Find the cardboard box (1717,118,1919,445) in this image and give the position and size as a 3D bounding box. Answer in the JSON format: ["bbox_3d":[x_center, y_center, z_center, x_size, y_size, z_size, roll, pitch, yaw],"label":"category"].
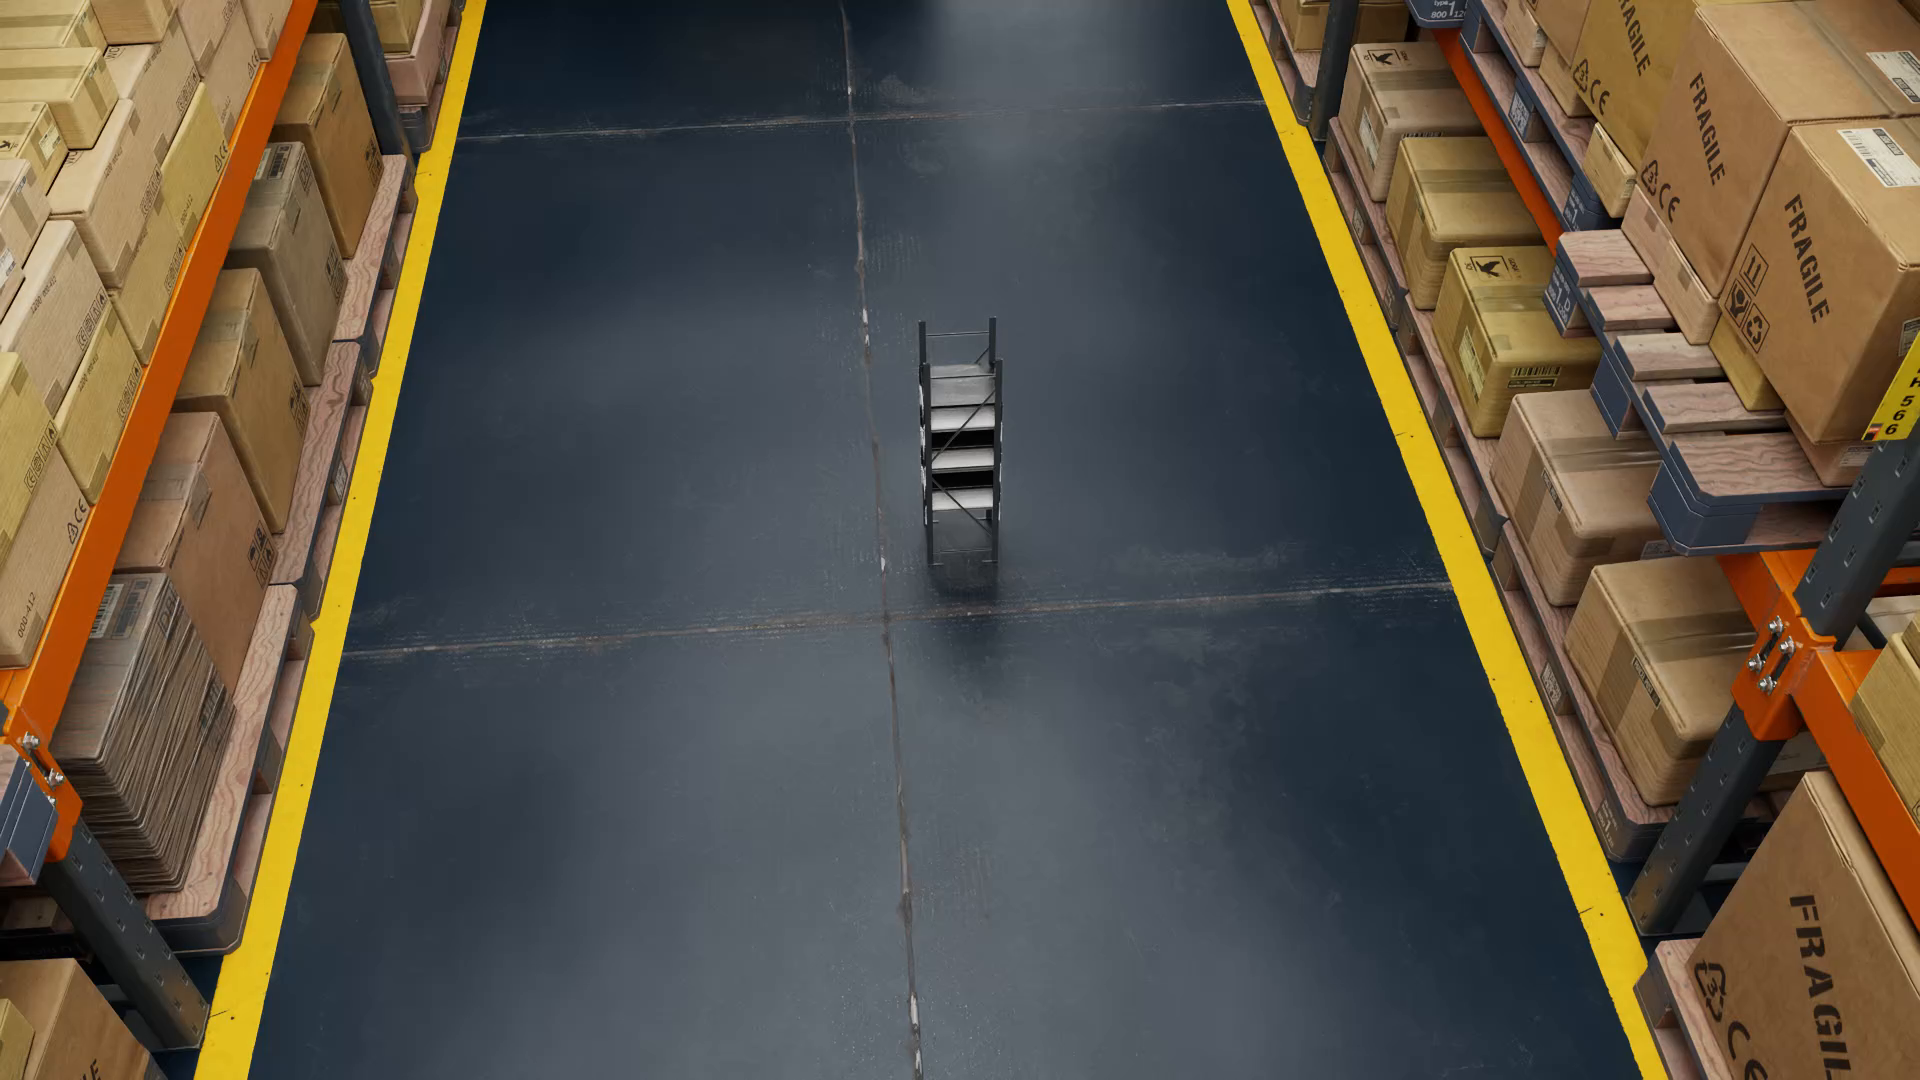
[{"bbox_3d":[2.093,-0.577,3.668,0.500,0.500,0.500,-5,47,-4],"label":"cardboard box"}]

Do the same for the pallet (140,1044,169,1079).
[{"bbox_3d":[-2.513,1.822,3.879,1.003,0.211,1.213,-3,47,-3],"label":"pallet"}]

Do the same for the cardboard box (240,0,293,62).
[{"bbox_3d":[-2.522,-1.810,5.501,0.500,0.250,0.500,-4,47,-4],"label":"cardboard box"}]

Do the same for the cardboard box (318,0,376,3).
[{"bbox_3d":[-2.600,-2.485,6.954,0.500,0.250,0.500,-4,47,-4],"label":"cardboard box"}]

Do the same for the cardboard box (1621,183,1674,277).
[{"bbox_3d":[1.973,-0.817,4.341,0.380,0.149,0.250,-5,47,-5],"label":"cardboard box"}]

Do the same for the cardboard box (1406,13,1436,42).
[{"bbox_3d":[2.293,-2.520,7.675,0.500,0.250,0.500,-5,47,-5],"label":"cardboard box"}]

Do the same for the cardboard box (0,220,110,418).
[{"bbox_3d":[-2.372,-0.498,3.915,0.500,0.250,0.500,-2,47,-2],"label":"cardboard box"}]

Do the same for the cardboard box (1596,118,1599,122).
[{"bbox_3d":[2.041,-1.204,4.708,0.380,0.149,0.250,-3,47,-3],"label":"cardboard box"}]

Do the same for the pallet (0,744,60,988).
[{"bbox_3d":[-2.411,0.873,2.990,1.213,0.211,1.003,-3,47,-3],"label":"pallet"}]

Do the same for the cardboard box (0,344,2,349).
[{"bbox_3d":[-2.294,-0.379,3.527,0.380,0.149,0.250,-3,47,-2],"label":"cardboard box"}]

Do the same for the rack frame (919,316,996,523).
[{"bbox_3d":[-0.008,-0.377,5.487,0.240,0.900,0.006,-3,47,-3],"label":"rack frame"}]

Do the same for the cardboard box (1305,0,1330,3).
[{"bbox_3d":[1.757,-2.746,7.373,0.500,0.500,0.500,-4,47,-4],"label":"cardboard box"}]

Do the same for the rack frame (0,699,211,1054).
[{"bbox_3d":[-2.537,0.320,3.381,1.000,3.000,0.127,-3,47,-3],"label":"rack frame"}]

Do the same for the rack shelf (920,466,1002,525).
[{"bbox_3d":[0.001,-0.157,5.573,0.258,0.077,0.200,-3,47,-3],"label":"rack shelf"}]

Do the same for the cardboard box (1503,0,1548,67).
[{"bbox_3d":[1.886,-1.572,5.057,0.380,0.149,0.250,-2,47,-2],"label":"cardboard box"}]

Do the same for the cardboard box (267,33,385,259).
[{"bbox_3d":[-2.817,-1.525,6.474,0.875,0.625,0.625,-2,47,-2],"label":"cardboard box"}]

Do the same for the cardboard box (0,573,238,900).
[{"bbox_3d":[-2.576,0.541,4.518,0.875,0.625,0.625,-2,47,-2],"label":"cardboard box"}]

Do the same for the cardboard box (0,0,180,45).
[{"bbox_3d":[-2.387,-1.488,4.577,0.380,0.149,0.250,-5,47,-4],"label":"cardboard box"}]

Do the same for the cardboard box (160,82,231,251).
[{"bbox_3d":[-2.460,-1.076,4.806,0.500,0.250,0.500,-2,47,-2],"label":"cardboard box"}]

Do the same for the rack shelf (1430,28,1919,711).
[{"bbox_3d":[2.241,-1.184,5.300,1.077,0.370,4.000,-3,47,-3],"label":"rack shelf"}]

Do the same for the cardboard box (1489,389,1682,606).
[{"bbox_3d":[2.301,-0.168,5.363,0.950,0.372,0.625,-4,47,-4],"label":"cardboard box"}]

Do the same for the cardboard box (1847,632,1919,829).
[{"bbox_3d":[2.199,0.437,3.373,0.500,0.250,0.500,-4,47,-4],"label":"cardboard box"}]

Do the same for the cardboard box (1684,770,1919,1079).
[{"bbox_3d":[2.384,1.107,3.810,0.875,0.875,0.875,-4,47,-4],"label":"cardboard box"}]

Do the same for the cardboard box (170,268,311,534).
[{"bbox_3d":[-2.695,-0.419,5.427,0.875,0.625,0.625,-5,47,-5],"label":"cardboard box"}]

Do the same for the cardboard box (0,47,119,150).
[{"bbox_3d":[-2.389,-1.119,4.228,0.380,0.149,0.250,-3,47,-2],"label":"cardboard box"}]

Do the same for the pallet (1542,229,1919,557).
[{"bbox_3d":[2.243,-0.427,4.221,1.213,0.211,1.003,-3,47,-3],"label":"pallet"}]

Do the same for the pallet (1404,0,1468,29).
[{"bbox_3d":[1.993,-2.250,5.947,1.003,0.211,1.213,-3,47,-3],"label":"pallet"}]

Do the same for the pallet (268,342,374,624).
[{"bbox_3d":[-2.666,-0.199,5.793,1.003,0.211,1.213,-3,47,-3],"label":"pallet"}]

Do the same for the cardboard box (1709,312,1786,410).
[{"bbox_3d":[2.052,-0.454,3.998,0.380,0.149,0.250,-3,47,-3],"label":"cardboard box"}]

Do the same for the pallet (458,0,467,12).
[{"bbox_3d":[-3.002,-3.077,8.519,1.003,0.211,1.213,-3,47,-3],"label":"pallet"}]

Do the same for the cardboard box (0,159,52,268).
[{"bbox_3d":[-2.376,-0.751,3.880,0.380,0.149,0.250,-3,47,-3],"label":"cardboard box"}]

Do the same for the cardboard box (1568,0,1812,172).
[{"bbox_3d":[1.996,-1.315,4.367,0.500,0.500,0.500,-6,47,-6],"label":"cardboard box"}]

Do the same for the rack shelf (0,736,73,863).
[{"bbox_3d":[-2.370,2.015,2.271,1.077,0.370,4.000,-3,47,-3],"label":"rack shelf"}]

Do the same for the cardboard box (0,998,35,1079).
[{"bbox_3d":[-2.244,1.154,3.576,0.380,0.149,0.250,-6,47,-5],"label":"cardboard box"}]

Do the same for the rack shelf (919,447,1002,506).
[{"bbox_3d":[0.001,-0.219,5.507,0.258,0.077,0.200,-3,47,-3],"label":"rack shelf"}]

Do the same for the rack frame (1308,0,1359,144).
[{"bbox_3d":[2.074,-2.878,6.410,1.000,3.000,0.127,-3,47,-3],"label":"rack frame"}]

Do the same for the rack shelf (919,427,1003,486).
[{"bbox_3d":[0.001,-0.281,5.442,0.258,0.077,0.200,-3,47,-3],"label":"rack shelf"}]

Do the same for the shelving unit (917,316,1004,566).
[{"bbox_3d":[0.001,-0.304,5.418,0.258,0.900,0.210,-3,47,-3],"label":"shelving unit"}]

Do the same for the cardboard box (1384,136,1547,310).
[{"bbox_3d":[2.184,-1.220,6.360,0.950,0.372,0.625,-1,47,-1],"label":"cardboard box"}]

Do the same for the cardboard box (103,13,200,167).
[{"bbox_3d":[-2.466,-1.246,4.623,0.500,0.250,0.500,-3,47,-3],"label":"cardboard box"}]

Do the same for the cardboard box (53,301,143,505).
[{"bbox_3d":[-2.368,-0.328,4.098,0.500,0.250,0.500,-4,47,-4],"label":"cardboard box"}]

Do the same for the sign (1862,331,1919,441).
[{"bbox_3d":[1.869,-0.315,3.239,0.100,0.325,0.005,-3,47,-3],"label":"sign"}]

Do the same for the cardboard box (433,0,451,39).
[{"bbox_3d":[-2.641,-2.509,7.665,0.500,0.250,0.500,-4,47,-4],"label":"cardboard box"}]

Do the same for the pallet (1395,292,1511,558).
[{"bbox_3d":[2.246,-0.471,6.051,1.003,0.211,1.213,-3,47,-3],"label":"pallet"}]

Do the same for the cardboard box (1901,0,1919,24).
[{"bbox_3d":[2.551,-0.981,4.050,0.500,0.500,0.500,-1,47,-1],"label":"cardboard box"}]
